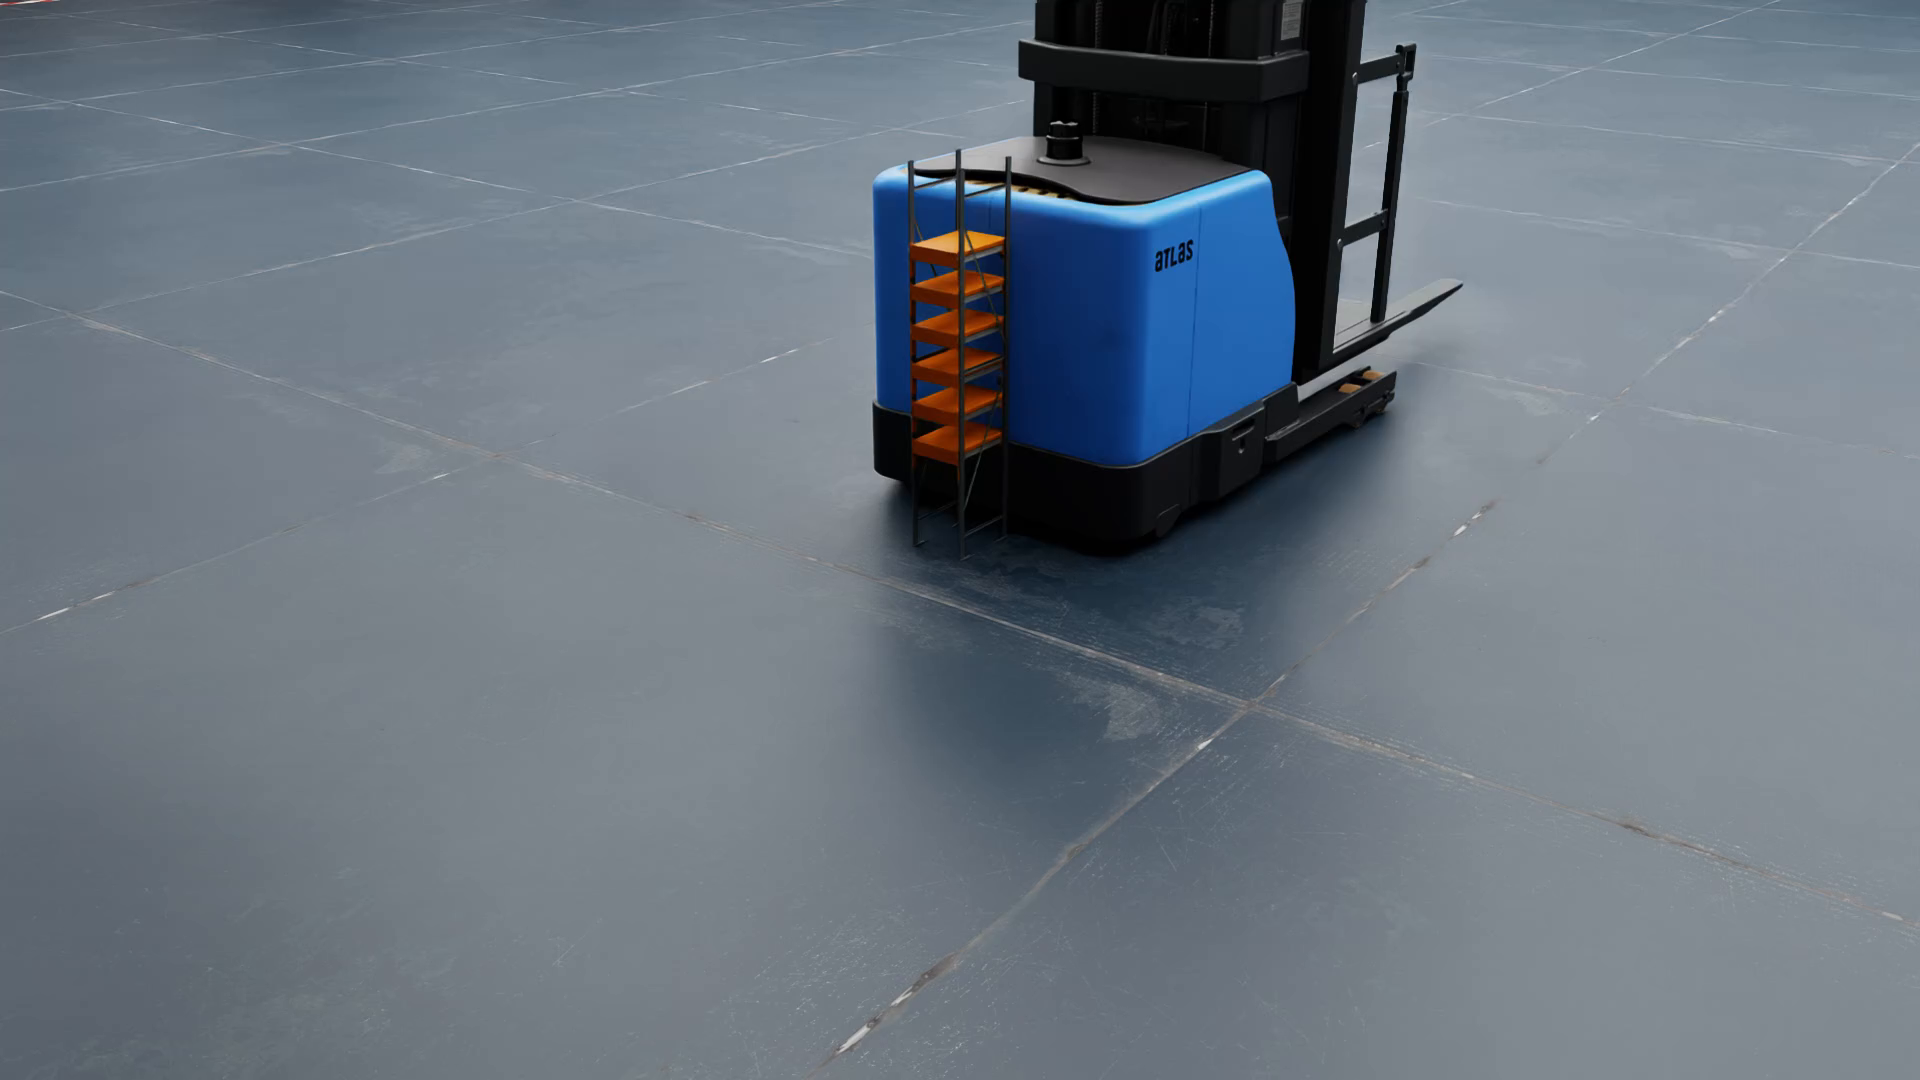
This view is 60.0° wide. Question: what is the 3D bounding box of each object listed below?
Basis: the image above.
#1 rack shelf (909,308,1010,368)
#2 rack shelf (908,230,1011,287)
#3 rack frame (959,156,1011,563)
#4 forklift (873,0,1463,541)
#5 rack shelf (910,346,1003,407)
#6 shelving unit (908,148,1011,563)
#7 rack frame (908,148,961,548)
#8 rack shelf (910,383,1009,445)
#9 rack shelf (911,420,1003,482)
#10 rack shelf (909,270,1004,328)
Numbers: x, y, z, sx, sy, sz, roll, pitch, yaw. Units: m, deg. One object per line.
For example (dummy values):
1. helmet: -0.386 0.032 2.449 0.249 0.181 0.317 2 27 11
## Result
1. rack shelf: 0.000 -0.610 4.959 0.180 0.103 0.258 17 29 34
2. rack shelf: 0.000 -0.830 4.862 0.180 0.103 0.258 17 29 34
3. rack frame: 0.072 -0.518 4.938 0.006 1.200 0.240 17 29 34
4. forklift: 1.008 -1.867 5.851 1.130 2.935 3.031 17 29 34
5. rack shelf: 0.000 -0.500 5.007 0.180 0.103 0.258 17 29 34
6. shelving unit: 0.000 -0.541 4.990 0.189 1.200 0.258 17 29 34
7. rack frame: -0.072 -0.564 5.041 0.006 1.200 0.240 17 29 34
8. rack shelf: 0.000 -0.390 5.056 0.180 0.103 0.258 17 29 34
9. rack shelf: 0.000 -0.281 5.104 0.180 0.103 0.258 17 29 34
10. rack shelf: 0.000 -0.720 4.911 0.180 0.103 0.258 17 29 34
